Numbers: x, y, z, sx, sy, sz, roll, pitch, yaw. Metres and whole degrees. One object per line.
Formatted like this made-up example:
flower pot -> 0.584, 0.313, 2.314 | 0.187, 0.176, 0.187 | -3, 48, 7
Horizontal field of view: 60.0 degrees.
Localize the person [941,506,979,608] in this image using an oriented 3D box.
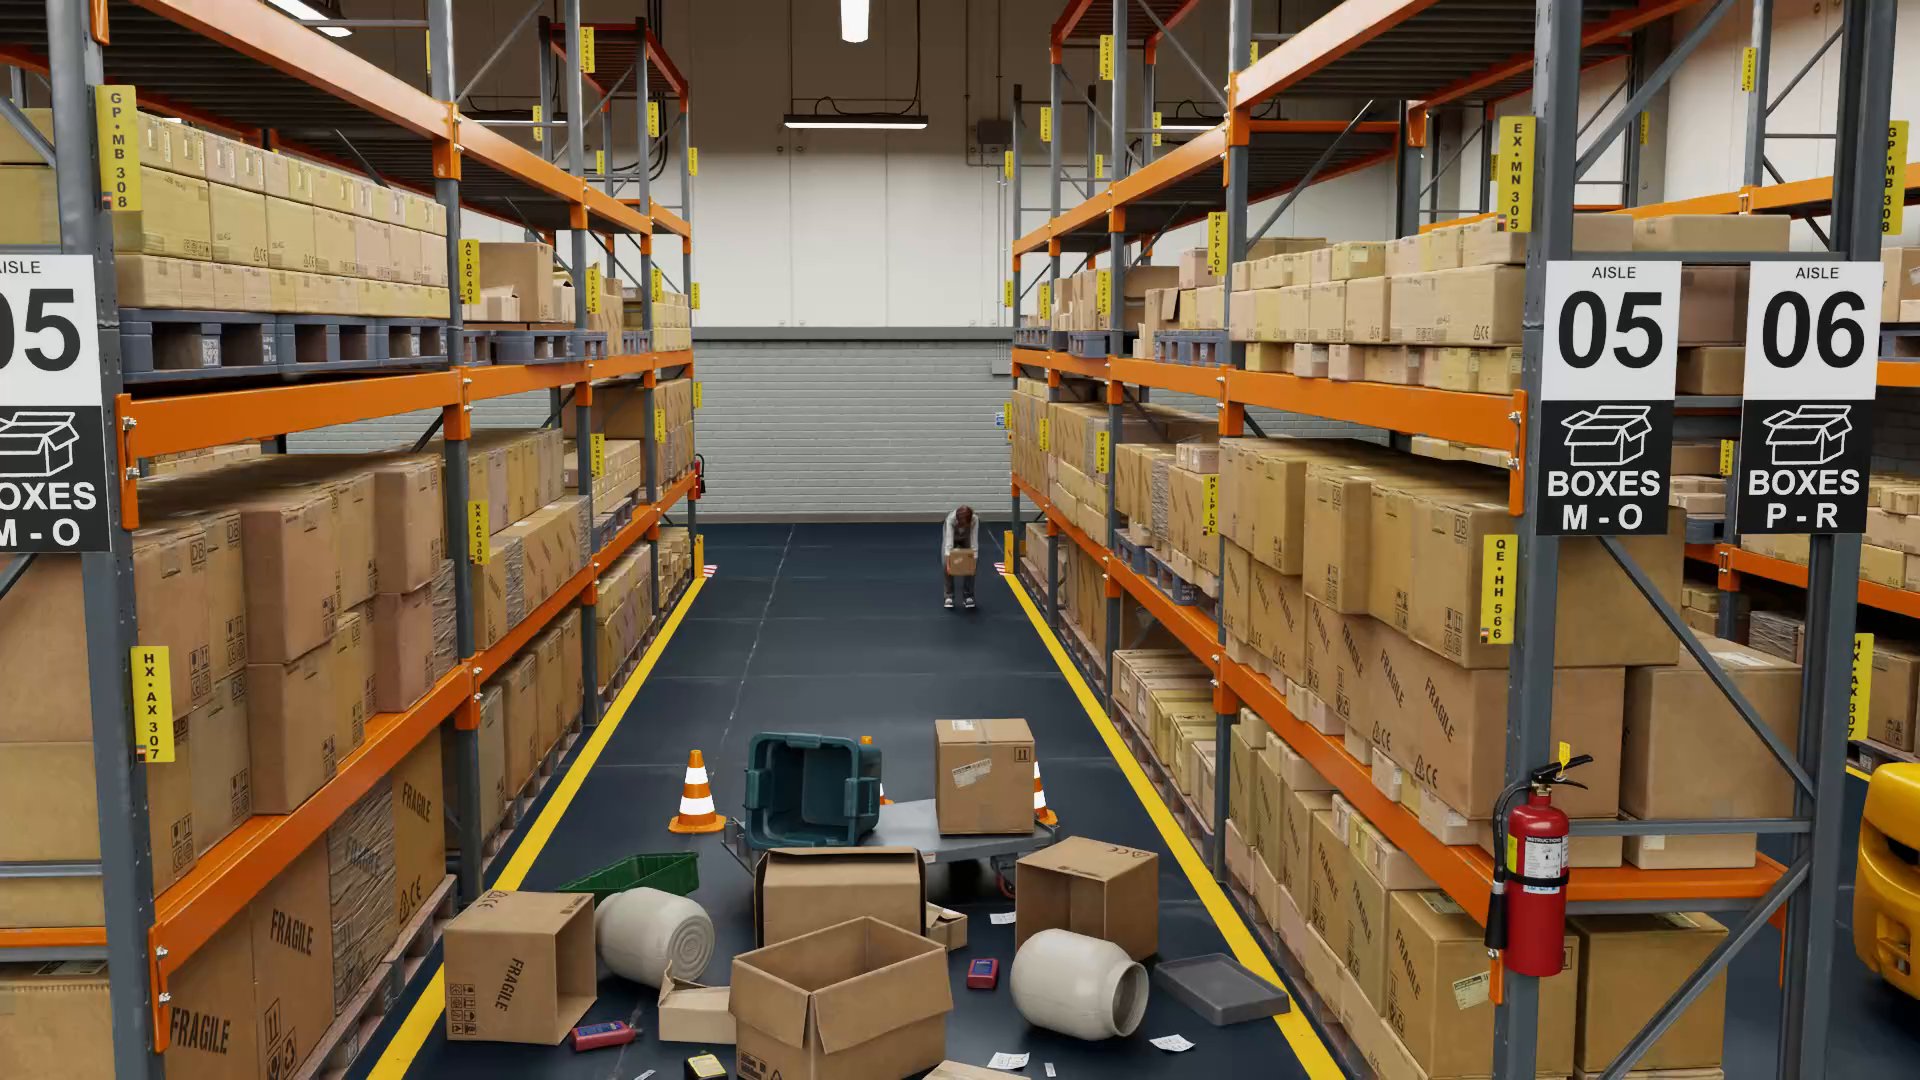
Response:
person -> 0.008, 0.180, 18.117 | 0.394, 1.164, 0.829 | -1, 7, -6
